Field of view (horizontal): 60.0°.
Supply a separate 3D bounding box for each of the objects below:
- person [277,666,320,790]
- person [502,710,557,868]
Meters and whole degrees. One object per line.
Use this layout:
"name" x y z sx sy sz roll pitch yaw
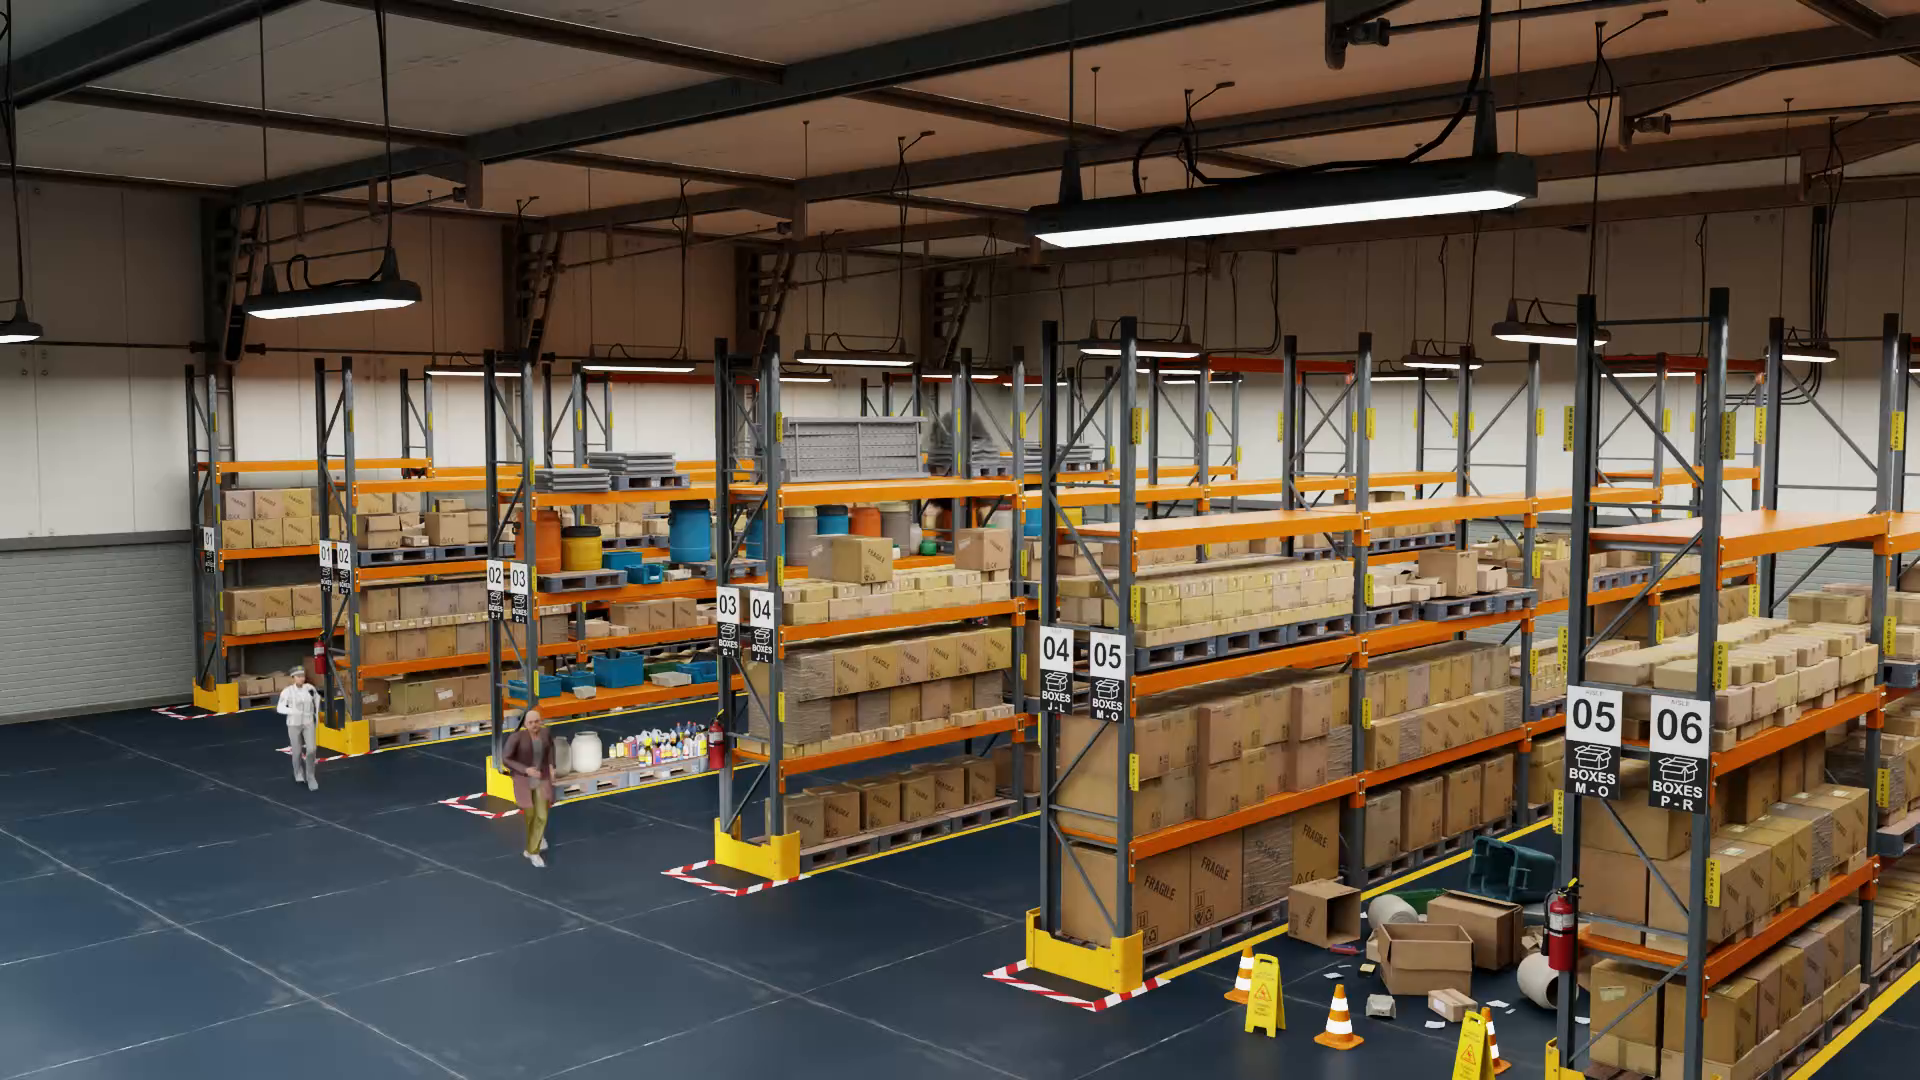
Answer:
"person" -9.072 2.579 22.858 0.580 1.740 0.729 -2 5 -27
"person" -4.986 2.818 19.227 0.654 1.775 0.903 -2 5 -23
